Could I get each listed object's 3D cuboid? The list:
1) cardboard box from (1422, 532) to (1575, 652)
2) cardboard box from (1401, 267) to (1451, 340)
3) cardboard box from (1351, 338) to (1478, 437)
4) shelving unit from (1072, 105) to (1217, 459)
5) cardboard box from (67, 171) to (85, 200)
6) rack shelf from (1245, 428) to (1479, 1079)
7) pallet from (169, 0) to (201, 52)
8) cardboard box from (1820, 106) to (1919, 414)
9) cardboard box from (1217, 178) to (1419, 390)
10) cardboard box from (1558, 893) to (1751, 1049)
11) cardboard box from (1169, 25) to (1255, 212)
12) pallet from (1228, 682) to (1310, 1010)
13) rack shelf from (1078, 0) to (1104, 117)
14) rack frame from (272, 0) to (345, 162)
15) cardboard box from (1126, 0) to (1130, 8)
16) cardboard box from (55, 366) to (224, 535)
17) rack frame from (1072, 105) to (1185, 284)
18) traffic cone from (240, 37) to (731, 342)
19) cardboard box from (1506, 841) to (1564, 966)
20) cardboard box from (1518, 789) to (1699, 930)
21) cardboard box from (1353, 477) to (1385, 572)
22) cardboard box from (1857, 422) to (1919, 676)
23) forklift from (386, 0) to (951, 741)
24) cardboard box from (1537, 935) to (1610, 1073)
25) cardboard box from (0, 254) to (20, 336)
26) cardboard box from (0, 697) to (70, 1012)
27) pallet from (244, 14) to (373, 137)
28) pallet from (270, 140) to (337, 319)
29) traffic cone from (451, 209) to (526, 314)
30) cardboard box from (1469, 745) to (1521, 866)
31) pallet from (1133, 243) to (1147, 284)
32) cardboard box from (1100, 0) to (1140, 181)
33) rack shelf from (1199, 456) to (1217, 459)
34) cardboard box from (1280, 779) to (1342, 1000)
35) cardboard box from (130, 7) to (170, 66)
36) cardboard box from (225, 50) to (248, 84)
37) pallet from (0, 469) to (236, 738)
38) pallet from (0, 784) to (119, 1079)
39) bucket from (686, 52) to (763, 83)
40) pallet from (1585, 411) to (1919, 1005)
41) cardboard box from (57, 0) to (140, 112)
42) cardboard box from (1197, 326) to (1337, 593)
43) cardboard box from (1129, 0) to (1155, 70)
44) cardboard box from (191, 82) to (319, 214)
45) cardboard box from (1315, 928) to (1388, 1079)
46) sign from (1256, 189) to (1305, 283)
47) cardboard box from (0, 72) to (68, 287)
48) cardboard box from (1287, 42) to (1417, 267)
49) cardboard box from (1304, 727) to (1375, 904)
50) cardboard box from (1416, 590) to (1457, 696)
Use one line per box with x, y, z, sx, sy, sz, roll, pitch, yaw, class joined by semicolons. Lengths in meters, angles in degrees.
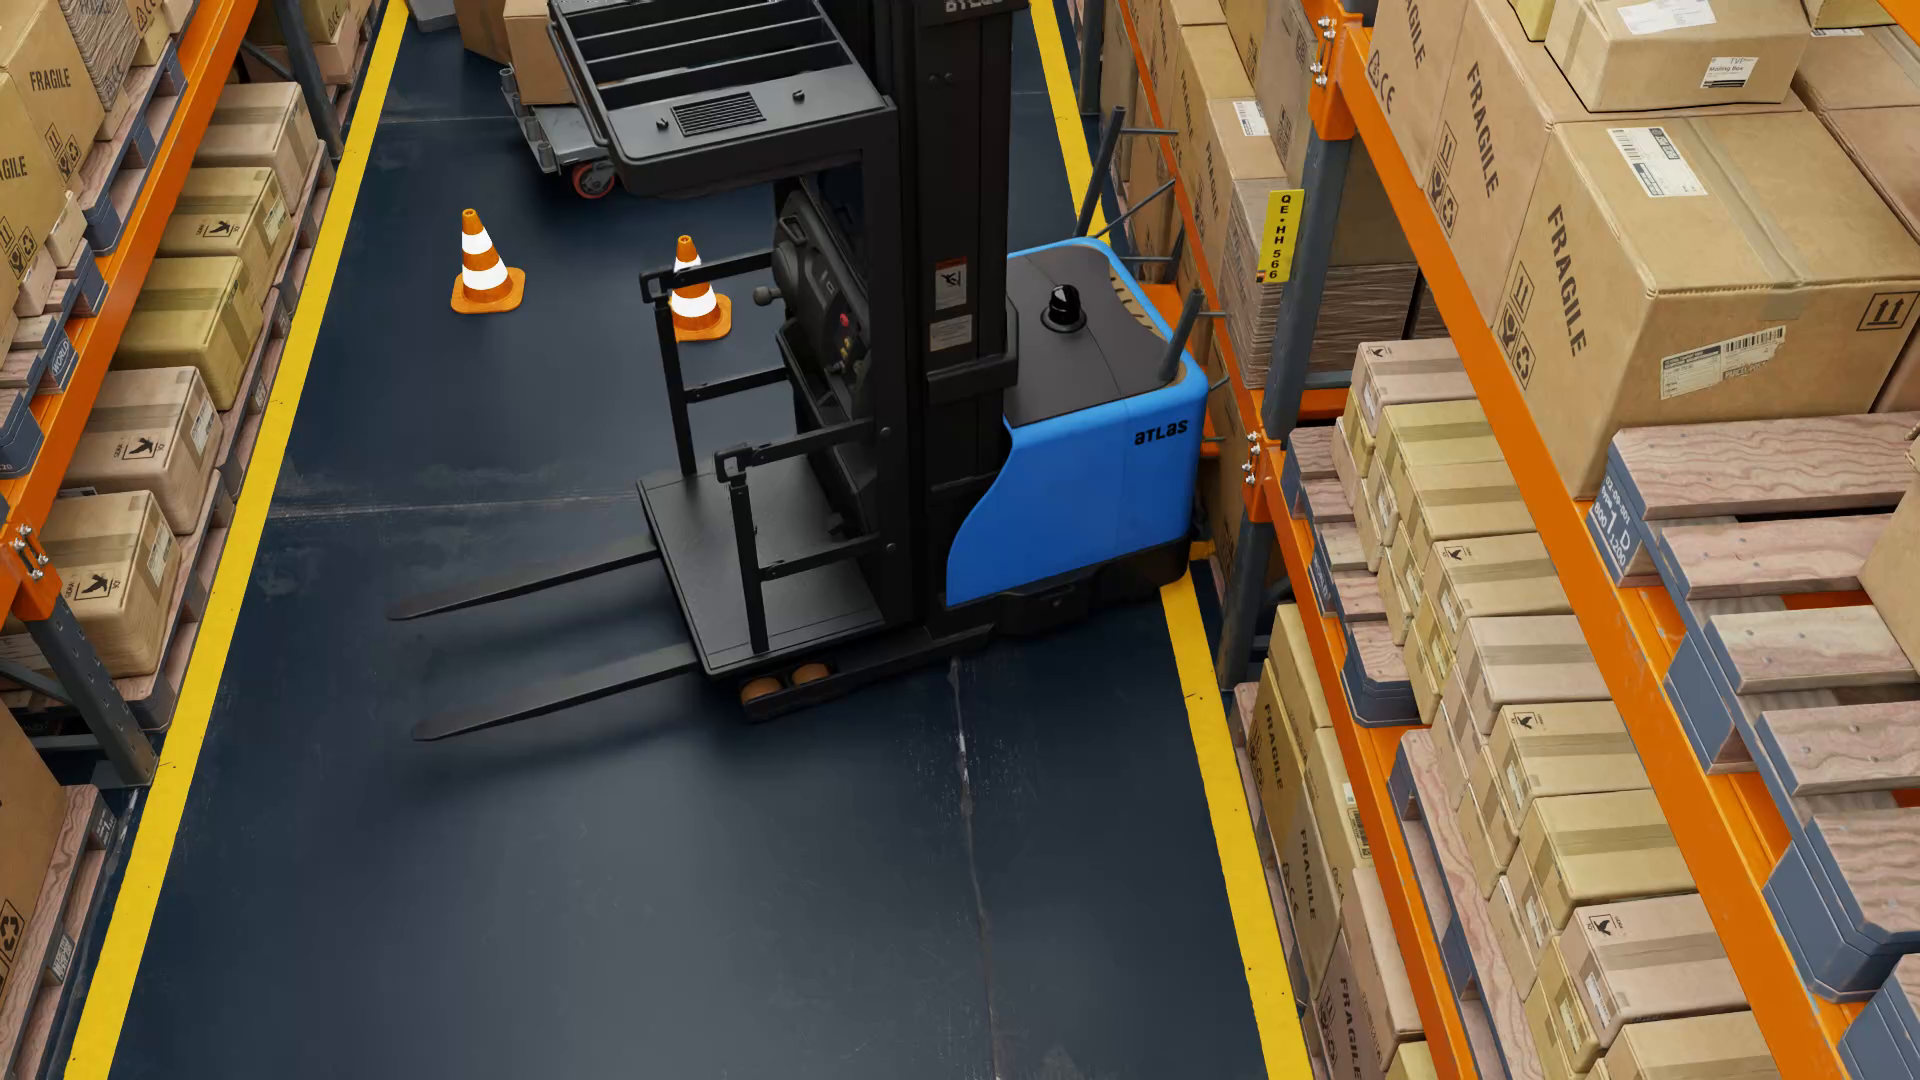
1.396;0.125;4.177;0.380;0.149;0.250;-5;47;-5;cardboard box
1.719;-0.898;5.602;0.500;0.500;0.500;-3;47;-3;cardboard box
1.333;-0.436;4.707;0.380;0.149;0.250;-3;47;-3;cardboard box
0.776;-0.789;6.593;0.500;1.500;0.985;-2;51;-16;shelving unit
-3.347;-1.230;5.870;0.380;0.149;0.250;-1;47;-1;cardboard box
1.655;1.172;4.206;1.077;0.370;4.000;-3;47;-3;rack shelf
-3.853;-2.415;7.240;1.003;0.211;1.213;-3;47;-3;pallet
1.881;-0.468;3.129;0.500;0.500;0.500;-3;47;-3;cardboard box
1.182;-0.867;5.572;0.500;0.500;0.500;-3;47;-3;cardboard box
1.486;0.887;3.454;0.380;0.149;0.250;-5;47;-5;cardboard box
1.100;-1.589;6.257;0.500;0.500;0.500;-4;47;-4;cardboard box
1.551;1.002;5.792;1.003;0.211;1.213;-3;47;-3;pallet
8.748;-2.408;7.101;15.905;3.000;4.168;-3;47;-3;rack shelf
-3.772;-3.043;7.702;1.000;3.000;0.127;-3;47;-3;rack frame
0.971;-2.689;7.298;0.500;0.500;0.500;-3;47;-3;cardboard box
-3.544;-0.332;6.656;0.950;0.372;0.625;-4;47;-4;cardboard box
0.679;-1.157;6.881;0.500;1.500;0.032;-2;51;-16;rack frame
-2.661;-2.436;7.260;3.046;2.808;1.723;-3;47;-3;traffic cone
1.463;0.806;3.736;0.380;0.149;0.250;-2;47;-2;cardboard box
1.462;0.693;3.639;0.380;0.149;0.250;-4;47;-4;cardboard box
1.346;-0.050;4.752;0.380;0.149;0.250;-1;47;-1;cardboard box
1.824;0.035;2.362;0.797;0.503;0.637;-4;47;-4;cardboard box
-0.930;-1.277;6.077;3.031;2.935;2.615;-16;49;-15;forklift
1.478;0.982;3.570;0.380;0.149;0.250;-3;47;-3;cardboard box
-3.244;-0.769;4.986;0.500;0.500;0.500;-5;47;-4;cardboard box
-3.462;0.942;5.102;0.875;0.875;0.875;-4;47;-4;cardboard box
-3.863;-2.568;9.173;1.003;0.211;1.213;-3;47;-3;pallet
-3.705;-1.521;8.181;1.003;0.211;1.213;-3;47;-3;pallet
-2.273;-1.358;7.854;0.336;0.463;0.334;-3;47;-3;traffic cone
1.437;0.611;3.921;0.380;0.149;0.250;-4;47;-4;cardboard box
1.397;-1.019;7.706;1.003;0.211;1.213;-3;47;-3;pallet
1.294;-2.344;8.301;1.050;0.750;0.750;-4;47;-3;cardboard box
0.755;-0.673;6.682;0.416;0.036;0.922;-2;51;-16;rack shelf
1.338;1.083;5.227;0.500;0.500;0.500;-3;47;-3;cardboard box
-3.383;-2.006;6.604;0.380;0.149;0.250;-4;47;-3;cardboard box
-4.089;-2.653;8.938;0.500;0.250;0.500;-2;47;-1;cardboard box
-3.501;0.245;6.509;1.003;0.211;1.213;-3;47;-3;pallet
-3.446;1.385;5.429;1.003;0.211;1.213;-3;47;-3;pallet
-1.157;-2.772;8.653;0.726;0.611;0.620;11;58;10;bucket
1.787;0.201;2.693;1.213;0.211;1.003;-3;47;-3;pallet
-3.380;-1.892;6.049;0.500;0.500;0.500;-5;47;-5;cardboard box
1.526;-0.339;6.402;1.050;0.750;0.750;-4;47;-4;cardboard box
1.010;-2.327;6.956;0.500;0.500;0.500;-4;47;-4;cardboard box
-3.726;-1.904;8.145;0.950;0.372;0.625;-3;47;-3;cardboard box
1.385;1.454;4.875;0.500;0.500;0.500;-5;47;-4;cardboard box
0.934;-0.885;4.861;0.100;0.325;0.005;-3;47;-3;sign
-3.295;-1.146;5.343;0.500;0.500;0.500;-1;47;-1;cardboard box
1.459;-1.226;5.224;0.700;0.500;0.500;-4;47;-4;cardboard box
1.346;0.815;4.964;0.500;0.250;0.500;-4;47;-4;cardboard box
1.399;0.251;4.262;0.380;0.149;0.250;-3;47;-3;cardboard box
